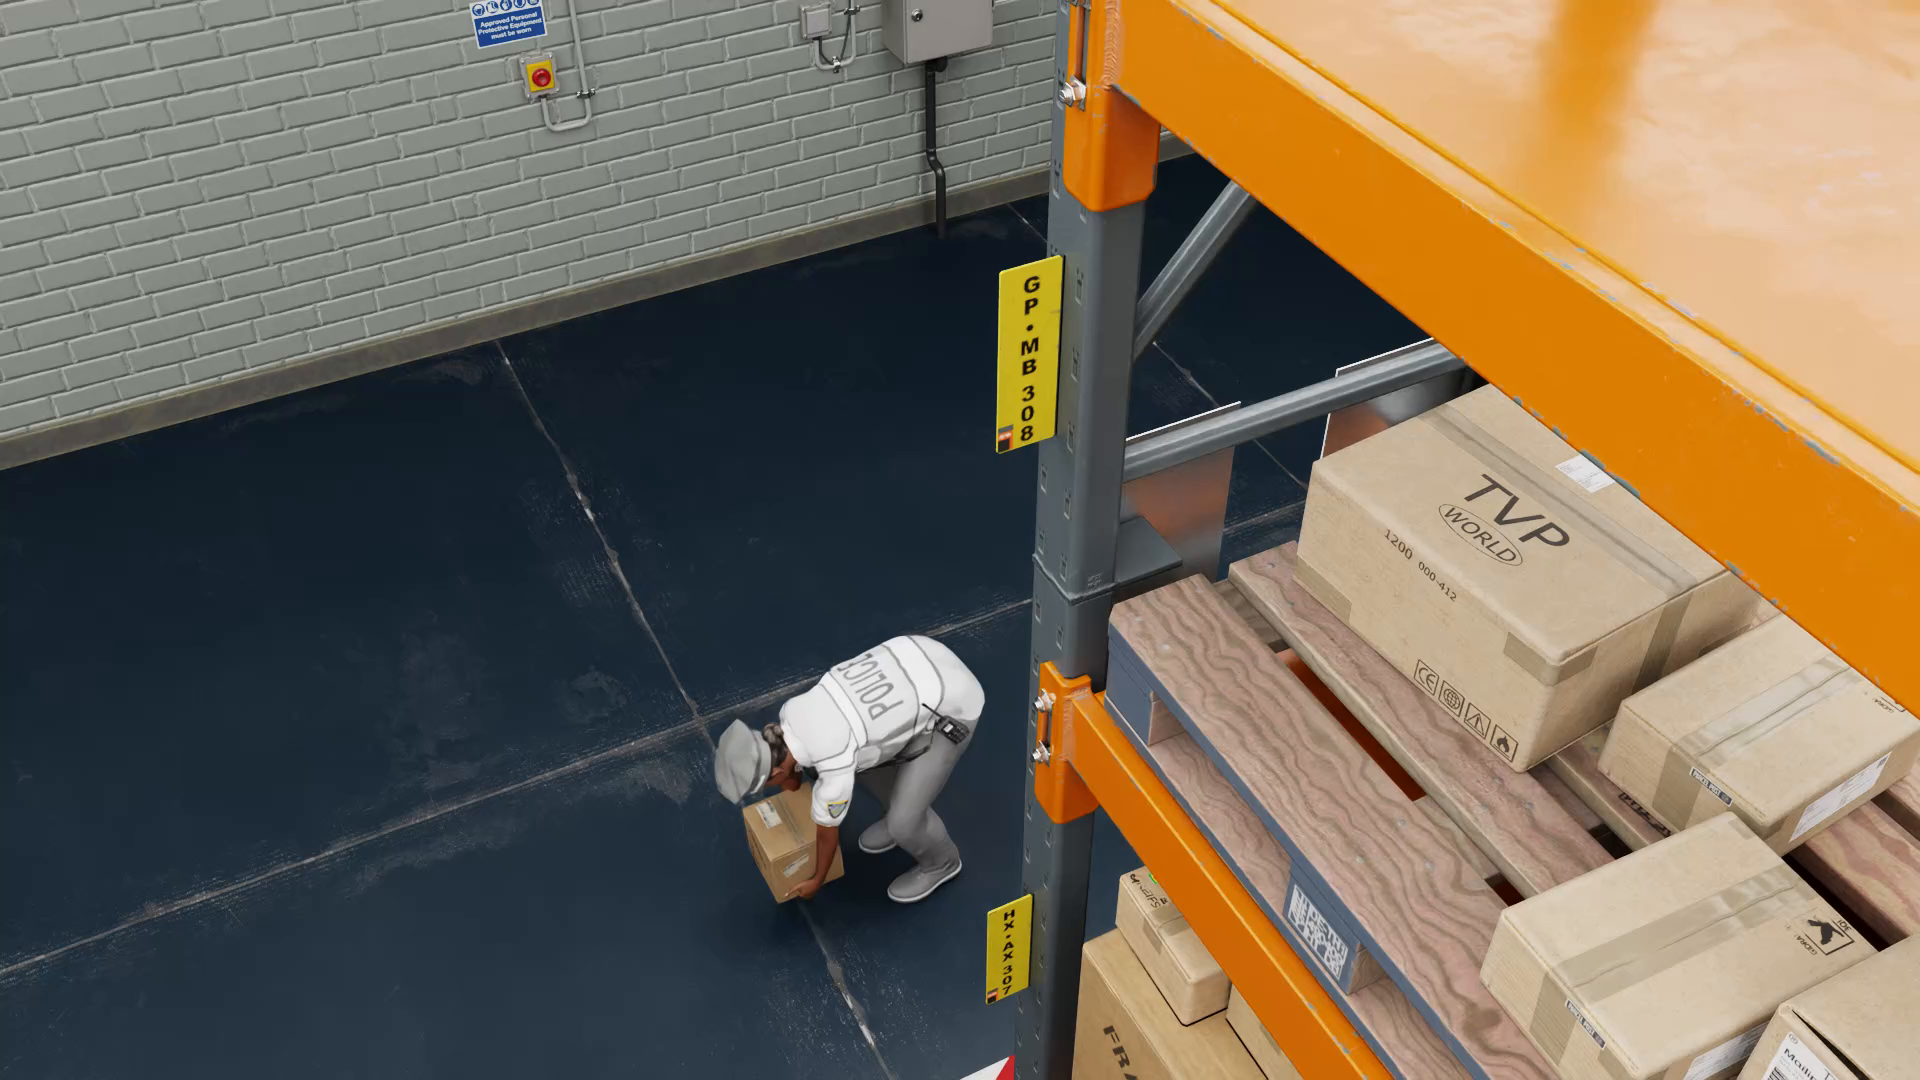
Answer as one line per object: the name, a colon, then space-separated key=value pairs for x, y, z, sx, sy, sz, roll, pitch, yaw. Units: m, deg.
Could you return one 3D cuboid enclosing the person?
person: x=-0.367 y=0.855 z=5.679 sx=0.938 sy=1.022 sz=0.436 roll=-21 pitch=46 yaw=-22
